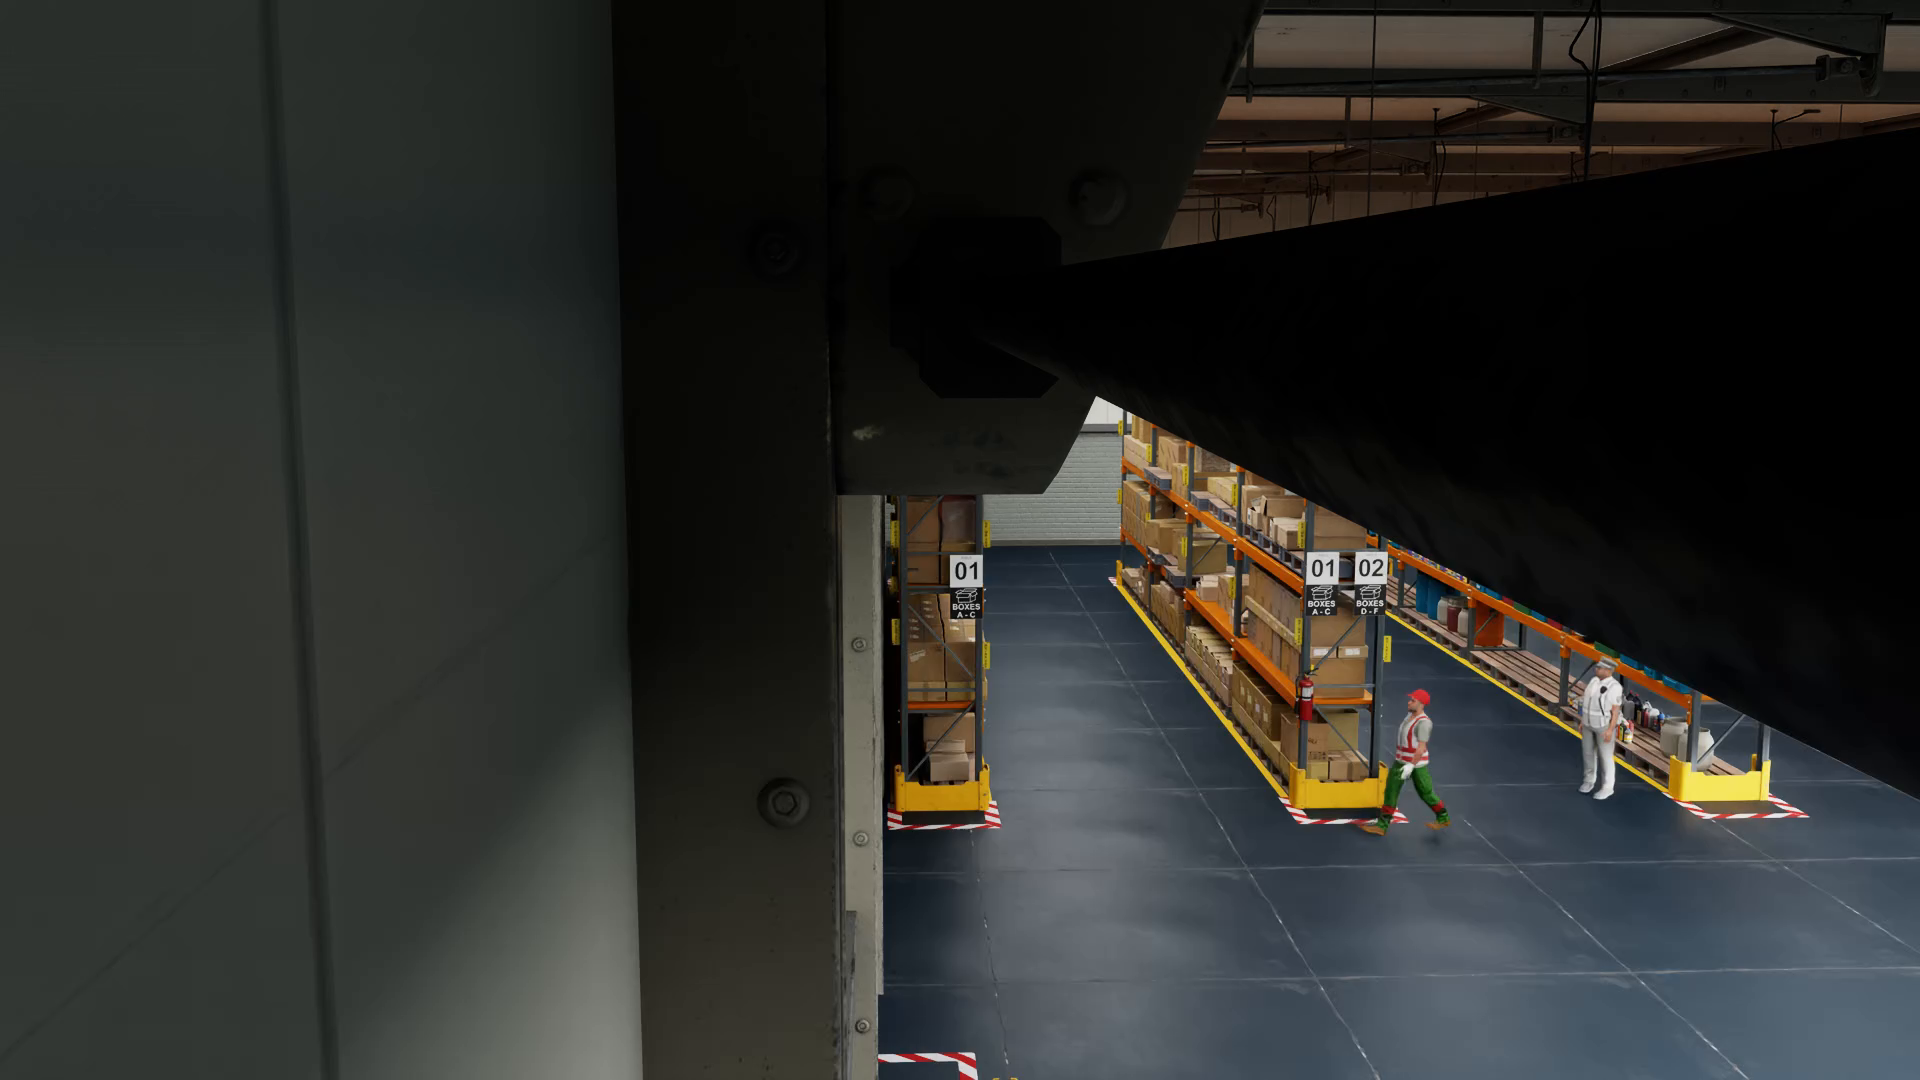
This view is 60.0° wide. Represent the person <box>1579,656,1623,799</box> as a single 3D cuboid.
[{"bbox_3d":[8.117,2.353,21.126,0.413,1.791,0.553,-6,10,-33],"label":"person"}]

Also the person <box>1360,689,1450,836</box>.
[{"bbox_3d":[5.271,2.614,19.472,1.061,1.743,0.540,-4,9,-25],"label":"person"}]

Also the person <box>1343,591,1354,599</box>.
[{"bbox_3d":[7.151,1.069,30.020,0.599,1.745,1.003,0,8,-2],"label":"person"}]
